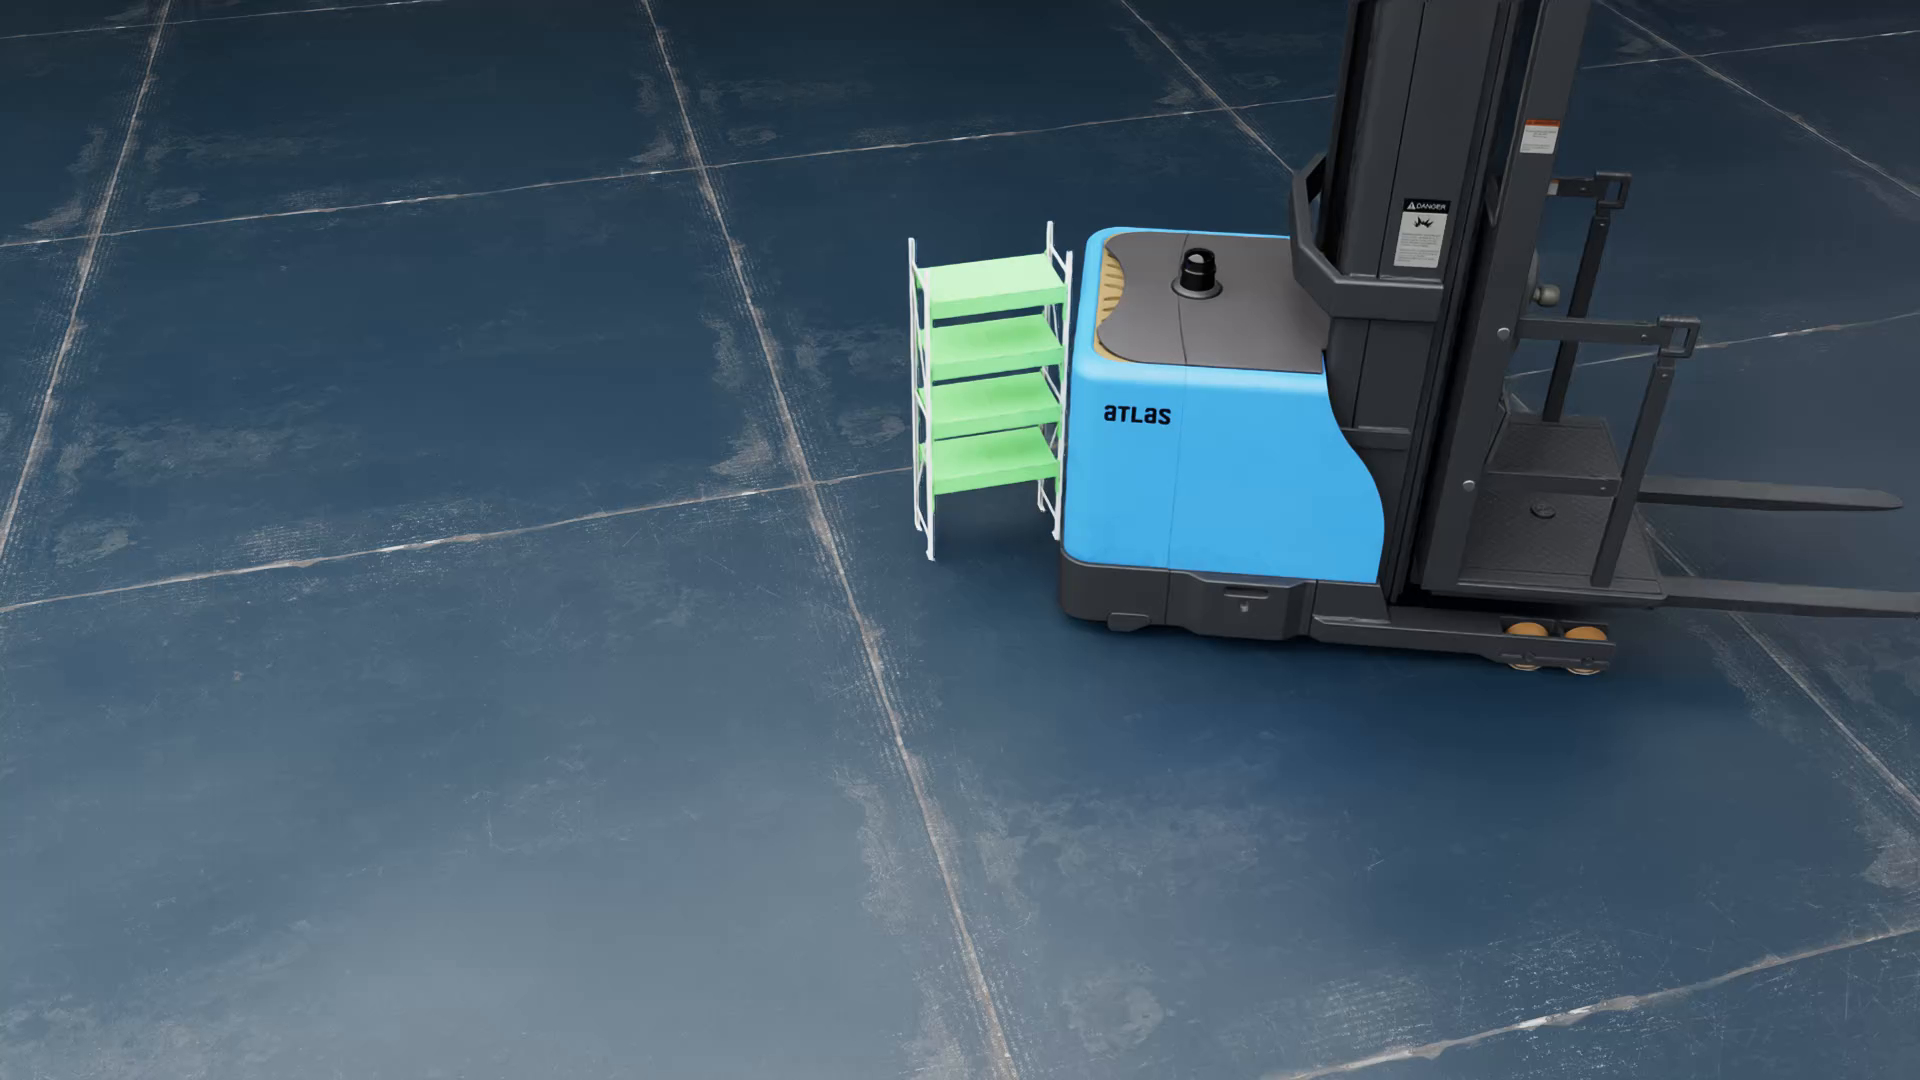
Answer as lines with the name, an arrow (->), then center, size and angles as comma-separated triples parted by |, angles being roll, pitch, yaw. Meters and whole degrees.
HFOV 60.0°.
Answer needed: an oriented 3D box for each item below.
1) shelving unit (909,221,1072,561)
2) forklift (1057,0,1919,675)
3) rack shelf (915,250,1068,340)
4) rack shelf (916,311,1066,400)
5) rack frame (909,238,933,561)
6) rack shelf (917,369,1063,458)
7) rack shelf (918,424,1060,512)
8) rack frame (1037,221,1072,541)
shelving unit -> 0.101, -0.509, 5.928 | 0.503, 1.200, 0.258 | -9, 38, -11
forklift -> 1.896, -1.049, 5.209 | 3.031, 2.935, 1.130 | 4, 38, 5
rack shelf -> 0.101, -0.839, 5.675 | 0.480, 0.148, 0.258 | -9, 38, -11
rack shelf -> 0.101, -0.649, 5.821 | 0.480, 0.148, 0.258 | -9, 38, -11
rack frame -> -0.136, -0.472, 5.879 | 0.015, 1.200, 0.240 | -9, 38, -11
rack shelf -> 0.101, -0.458, 5.966 | 0.480, 0.148, 0.258 | -9, 38, -11
rack shelf -> 0.101, -0.267, 6.112 | 0.480, 0.148, 0.258 | -9, 38, -11
rack frame -> 0.337, -0.546, 5.976 | 0.015, 1.200, 0.240 | -9, 38, -11
